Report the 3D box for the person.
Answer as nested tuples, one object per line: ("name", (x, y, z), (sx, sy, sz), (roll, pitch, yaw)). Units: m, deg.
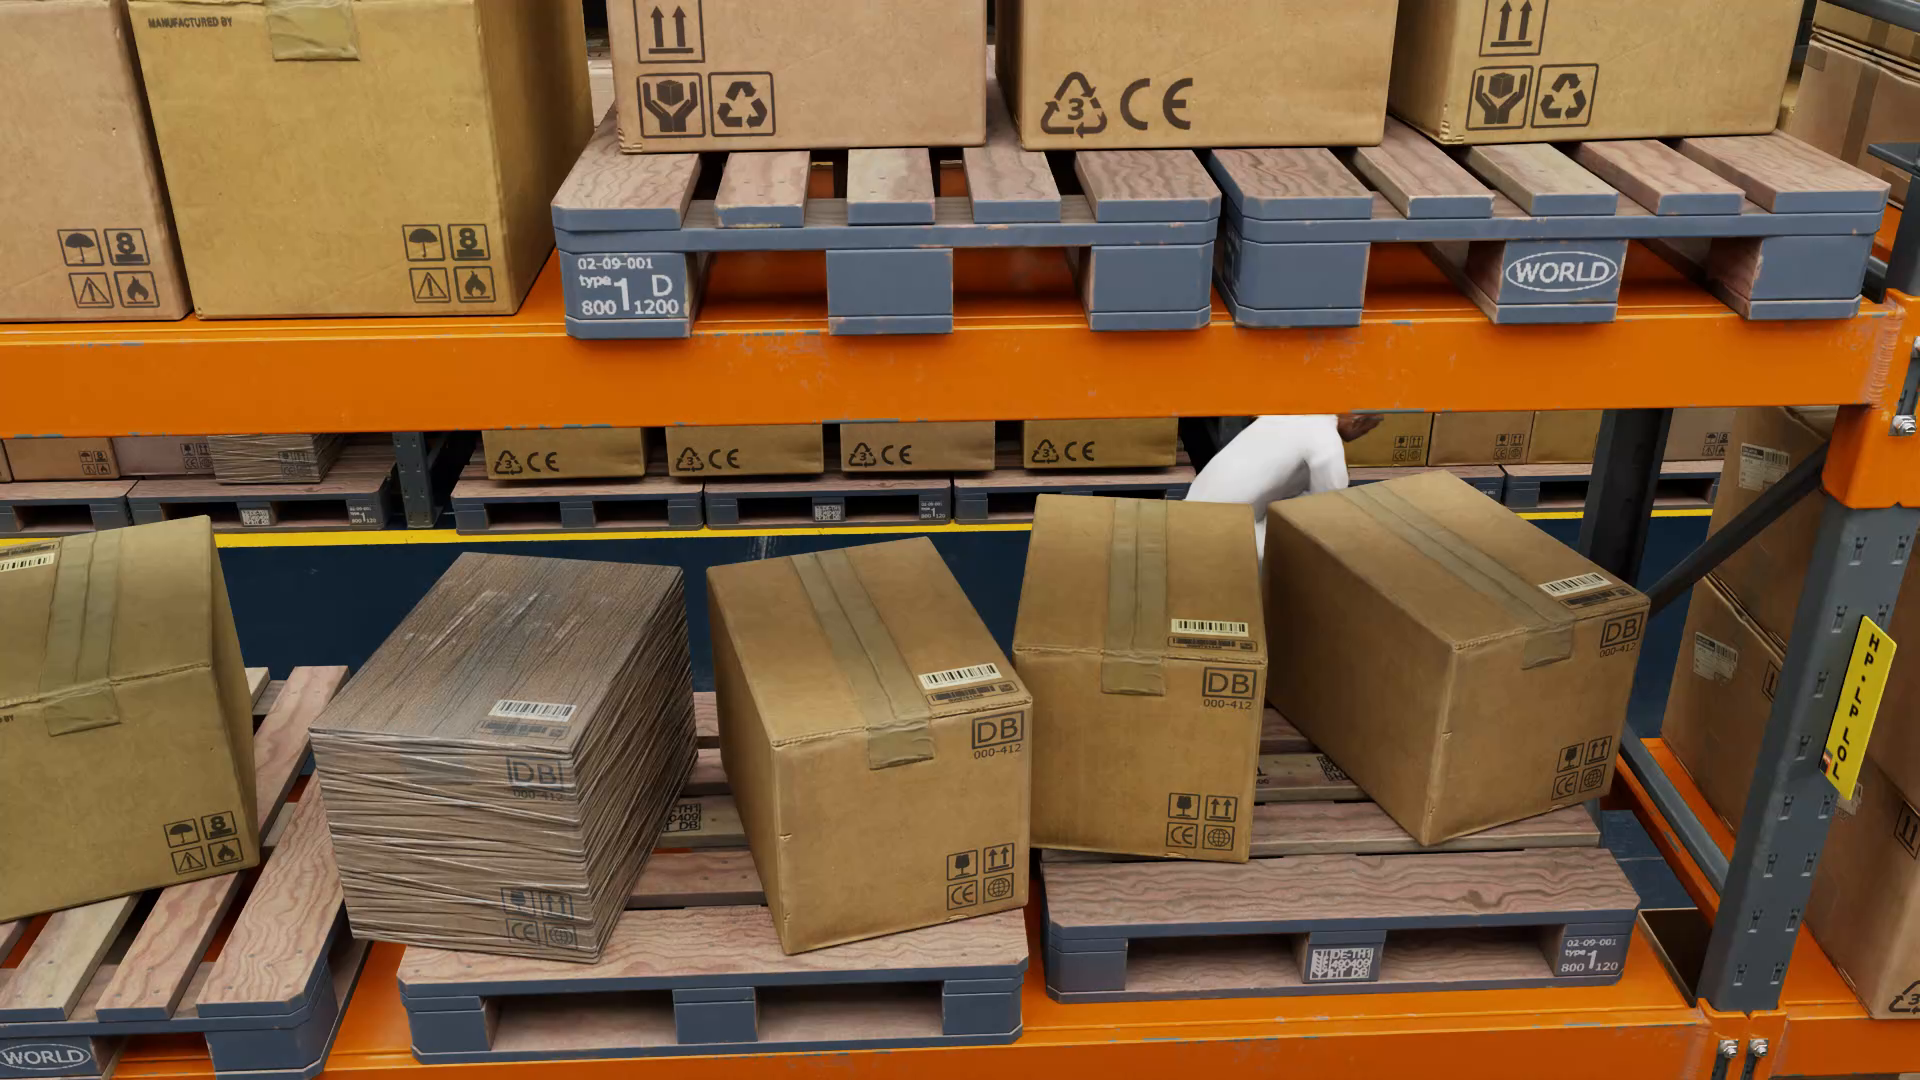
("person", (1.318, -0.076, 6.905), (0.814, 1.211, 0.628), (-1, 27, -3))
